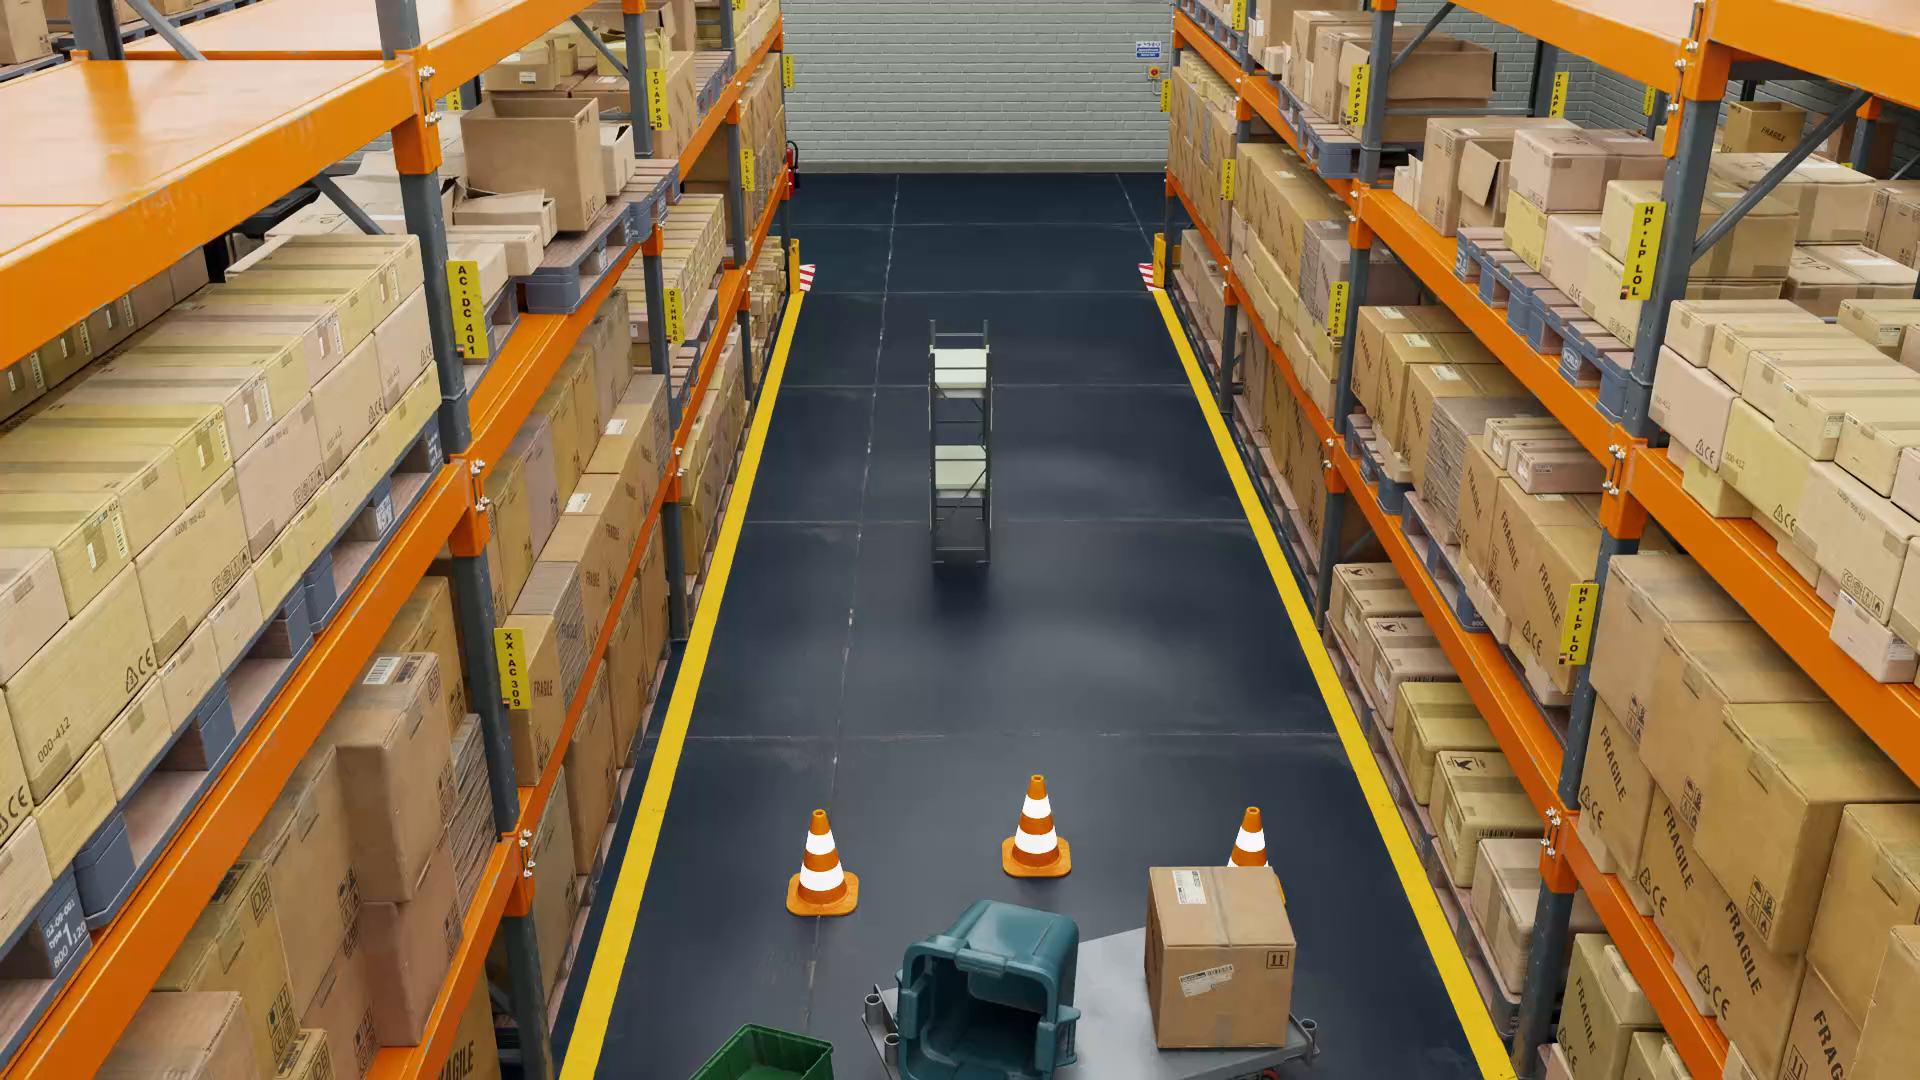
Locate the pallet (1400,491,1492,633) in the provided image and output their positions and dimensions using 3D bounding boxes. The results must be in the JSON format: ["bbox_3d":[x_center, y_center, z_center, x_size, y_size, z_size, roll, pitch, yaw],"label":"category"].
[{"bbox_3d":[2.814,0.086,8.154,1.003,0.211,1.213,0,24,-1],"label":"pallet"}]

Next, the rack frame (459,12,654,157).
[{"bbox_3d":[-2.197,-3.487,8.540,1.000,3.000,0.127,0,24,-1],"label":"rack frame"}]

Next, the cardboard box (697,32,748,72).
[{"bbox_3d":[-1.982,-3.892,13.258,0.500,0.250,0.500,1,24,2],"label":"cardboard box"}]

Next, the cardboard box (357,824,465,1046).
[{"bbox_3d":[-2.109,1.205,5.264,0.875,0.550,0.550,0,24,-1],"label":"cardboard box"}]

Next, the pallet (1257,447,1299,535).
[{"bbox_3d":[2.808,-0.374,12.320,1.003,0.211,1.213,0,24,-1],"label":"pallet"}]

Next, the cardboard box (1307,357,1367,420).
[{"bbox_3d":[2.486,-0.956,10.406,0.500,0.250,0.500,-1,24,-2],"label":"cardboard box"}]

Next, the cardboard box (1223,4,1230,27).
[{"bbox_3d":[2.378,-4.325,13.708,0.380,0.149,0.250,0,24,1],"label":"cardboard box"}]

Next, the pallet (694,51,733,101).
[{"bbox_3d":[-2.341,-3.428,12.277,1.213,0.211,1.003,0,24,-1],"label":"pallet"}]

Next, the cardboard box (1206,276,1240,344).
[{"bbox_3d":[2.798,-2.118,15.392,0.875,0.438,0.875,-1,24,-2],"label":"cardboard box"}]

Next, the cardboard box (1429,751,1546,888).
[{"bbox_3d":[2.776,1.324,7.861,0.950,0.372,0.625,1,24,3],"label":"cardboard box"}]

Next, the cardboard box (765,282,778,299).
[{"bbox_3d":[-1.967,-2.434,16.081,0.380,0.149,0.250,0,24,0],"label":"cardboard box"}]

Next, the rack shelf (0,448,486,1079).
[{"bbox_3d":[-2.132,0.680,3.840,1.077,0.370,4.000,0,24,-1],"label":"rack shelf"}]

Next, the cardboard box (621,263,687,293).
[{"bbox_3d":[-2.019,-1.725,10.998,0.380,0.149,0.250,1,24,2],"label":"cardboard box"}]

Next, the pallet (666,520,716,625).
[{"bbox_3d":[-2.204,0.195,11.063,1.003,0.211,1.213,0,24,-1],"label":"pallet"}]

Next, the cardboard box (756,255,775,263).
[{"bbox_3d":[-2.011,-2.680,16.263,0.380,0.149,0.250,-1,24,-3],"label":"cardboard box"}]

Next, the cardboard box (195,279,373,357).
[{"bbox_3d":[-1.826,-0.601,4.505,0.380,0.149,0.250,0,24,-1],"label":"cardboard box"}]

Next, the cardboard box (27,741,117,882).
[{"bbox_3d":[-1.804,0.495,3.049,0.380,0.149,0.250,0,24,0],"label":"cardboard box"}]

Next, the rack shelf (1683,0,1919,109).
[{"bbox_3d":[2.817,-0.749,3.363,1.077,0.370,4.000,0,24,-1],"label":"rack shelf"}]

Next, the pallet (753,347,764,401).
[{"bbox_3d":[-2.284,-1.408,14.607,1.003,0.211,1.213,0,24,-1],"label":"pallet"}]

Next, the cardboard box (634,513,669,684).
[{"bbox_3d":[-2.281,0.332,9.597,1.050,0.750,0.750,-1,24,-1],"label":"cardboard box"}]

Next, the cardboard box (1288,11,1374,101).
[{"bbox_3d":[2.442,-3.146,10.795,0.500,0.500,0.500,0,24,0],"label":"cardboard box"}]

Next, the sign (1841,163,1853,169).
[{"bbox_3d":[7.129,-2.878,13.424,0.100,0.325,0.005,0,24,-1],"label":"sign"}]

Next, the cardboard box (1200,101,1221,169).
[{"bbox_3d":[2.414,-3.579,14.688,0.500,0.500,0.500,0,24,0],"label":"cardboard box"}]

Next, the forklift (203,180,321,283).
[{"bbox_3d":[-4.672,-1.212,10.874,1.130,2.935,3.031,0,24,0],"label":"forklift"}]

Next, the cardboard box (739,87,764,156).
[{"bbox_3d":[-1.998,-3.647,14.478,0.500,0.500,0.500,0,24,0],"label":"cardboard box"}]

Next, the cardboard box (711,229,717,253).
[{"bbox_3d":[-2.035,-2.240,12.498,0.380,0.149,0.250,1,24,2],"label":"cardboard box"}]

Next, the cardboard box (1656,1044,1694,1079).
[{"bbox_3d":[2.480,1.763,5.342,0.380,0.149,0.250,1,24,1],"label":"cardboard box"}]

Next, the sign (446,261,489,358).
[{"bbox_3d":[-1.599,-0.747,5.398,0.100,0.325,0.005,0,24,-1],"label":"sign"}]

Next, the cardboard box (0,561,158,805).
[{"bbox_3d":[-1.871,0.255,3.096,0.500,0.250,0.500,0,24,-1],"label":"cardboard box"}]

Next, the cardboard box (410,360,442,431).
[{"bbox_3d":[-1.830,-0.446,5.129,0.380,0.149,0.250,0,24,-1],"label":"cardboard box"}]

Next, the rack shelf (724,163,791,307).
[{"bbox_3d":[-2.263,-2.898,15.391,1.077,0.370,4.000,0,24,-1],"label":"rack shelf"}]

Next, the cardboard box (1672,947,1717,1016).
[{"bbox_3d":[2.534,1.392,5.338,0.380,0.149,0.250,0,24,1],"label":"cardboard box"}]

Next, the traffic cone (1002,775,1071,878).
[{"bbox_3d":[0.379,1.367,8.166,0.336,0.463,0.334,0,24,-1],"label":"traffic cone"}]

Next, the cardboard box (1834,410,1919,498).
[{"bbox_3d":[2.527,-0.227,4.310,0.380,0.149,0.250,-1,24,-2],"label":"cardboard box"}]

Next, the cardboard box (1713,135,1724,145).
[{"bbox_3d":[7.369,-3.809,16.353,0.500,0.250,0.500,0,24,0],"label":"cardboard box"}]

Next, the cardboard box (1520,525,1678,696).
[{"bbox_3d":[2.561,0.269,6.523,0.500,0.500,0.500,-1,24,-2],"label":"cardboard box"}]

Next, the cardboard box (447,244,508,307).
[{"bbox_3d":[-1.917,-1.023,6.406,0.250,0.149,0.380,0,24,-1],"label":"cardboard box"}]

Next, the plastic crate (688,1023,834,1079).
[{"bbox_3d":[-0.842,2.215,6.554,0.450,0.188,0.662,3,22,31],"label":"plastic crate"}]

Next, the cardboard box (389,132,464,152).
[{"bbox_3d":[-2.404,-1.783,7.964,0.500,0.250,0.500,0,24,1],"label":"cardboard box"}]

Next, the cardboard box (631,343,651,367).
[{"bbox_3d":[-2.002,-1.166,10.122,0.380,0.149,0.250,1,24,2],"label":"cardboard box"}]

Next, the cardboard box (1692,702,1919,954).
[{"bbox_3d":[2.545,0.794,4.659,0.700,0.500,0.500,-1,24,-2],"label":"cardboard box"}]

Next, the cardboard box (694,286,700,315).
[{"bbox_3d":[-2.018,-1.669,11.596,0.380,0.149,0.250,-1,24,-2],"label":"cardboard box"}]

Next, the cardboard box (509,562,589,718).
[{"bbox_3d":[-1.896,0.423,7.053,0.500,0.500,0.500,0,24,0],"label":"cardboard box"}]

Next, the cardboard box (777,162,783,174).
[{"bbox_3d":[-1.998,-3.802,16.822,0.380,0.149,0.250,0,24,0],"label":"cardboard box"}]

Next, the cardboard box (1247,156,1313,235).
[{"bbox_3d":[2.458,-2.575,12.468,0.500,0.500,0.500,0,24,-1],"label":"cardboard box"}]

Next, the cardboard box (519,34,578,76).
[{"bbox_3d":[-2.482,-2.891,9.813,0.396,0.266,0.258,0,24,-1],"label":"cardboard box"}]

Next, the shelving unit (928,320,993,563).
[{"bbox_3d":[0.000,-0.681,11.435,0.431,1.500,0.755,0,24,-1],"label":"shelving unit"}]

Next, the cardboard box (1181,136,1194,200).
[{"bbox_3d":[2.403,-3.542,15.821,0.500,0.500,0.500,0,24,-1],"label":"cardboard box"}]

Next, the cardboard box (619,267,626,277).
[{"bbox_3d":[-2.687,-1.994,12.313,0.380,0.149,0.250,0,24,0],"label":"cardboard box"}]

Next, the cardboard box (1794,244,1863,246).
[{"bbox_3d":[3.183,-1.110,6.598,0.500,0.250,0.500,-1,24,-1],"label":"cardboard box"}]

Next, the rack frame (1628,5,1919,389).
[{"bbox_3d":[2.795,-1.903,5.037,1.000,3.000,0.127,0,24,-1],"label":"rack frame"}]

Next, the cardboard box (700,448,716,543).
[{"bbox_3d":[-1.959,-0.306,11.310,0.500,0.500,0.500,0,24,0],"label":"cardboard box"}]

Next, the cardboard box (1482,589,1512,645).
[{"bbox_3d":[2.490,0.328,7.179,0.380,0.149,0.250,-1,24,-1],"label":"cardboard box"}]

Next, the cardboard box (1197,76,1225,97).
[{"bbox_3d":[2.366,-4.124,15.106,0.380,0.149,0.250,-1,24,-2],"label":"cardboard box"}]

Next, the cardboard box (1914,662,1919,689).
[{"bbox_3d":[2.569,0.345,4.013,0.380,0.149,0.250,0,24,0],"label":"cardboard box"}]

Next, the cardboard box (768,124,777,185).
[{"bbox_3d":[-2.007,-3.626,15.645,0.500,0.500,0.500,0,24,0],"label":"cardboard box"}]

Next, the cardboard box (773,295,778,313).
[{"bbox_3d":[-1.968,-2.305,16.157,0.380,0.149,0.250,-1,24,-3],"label":"cardboard box"}]
